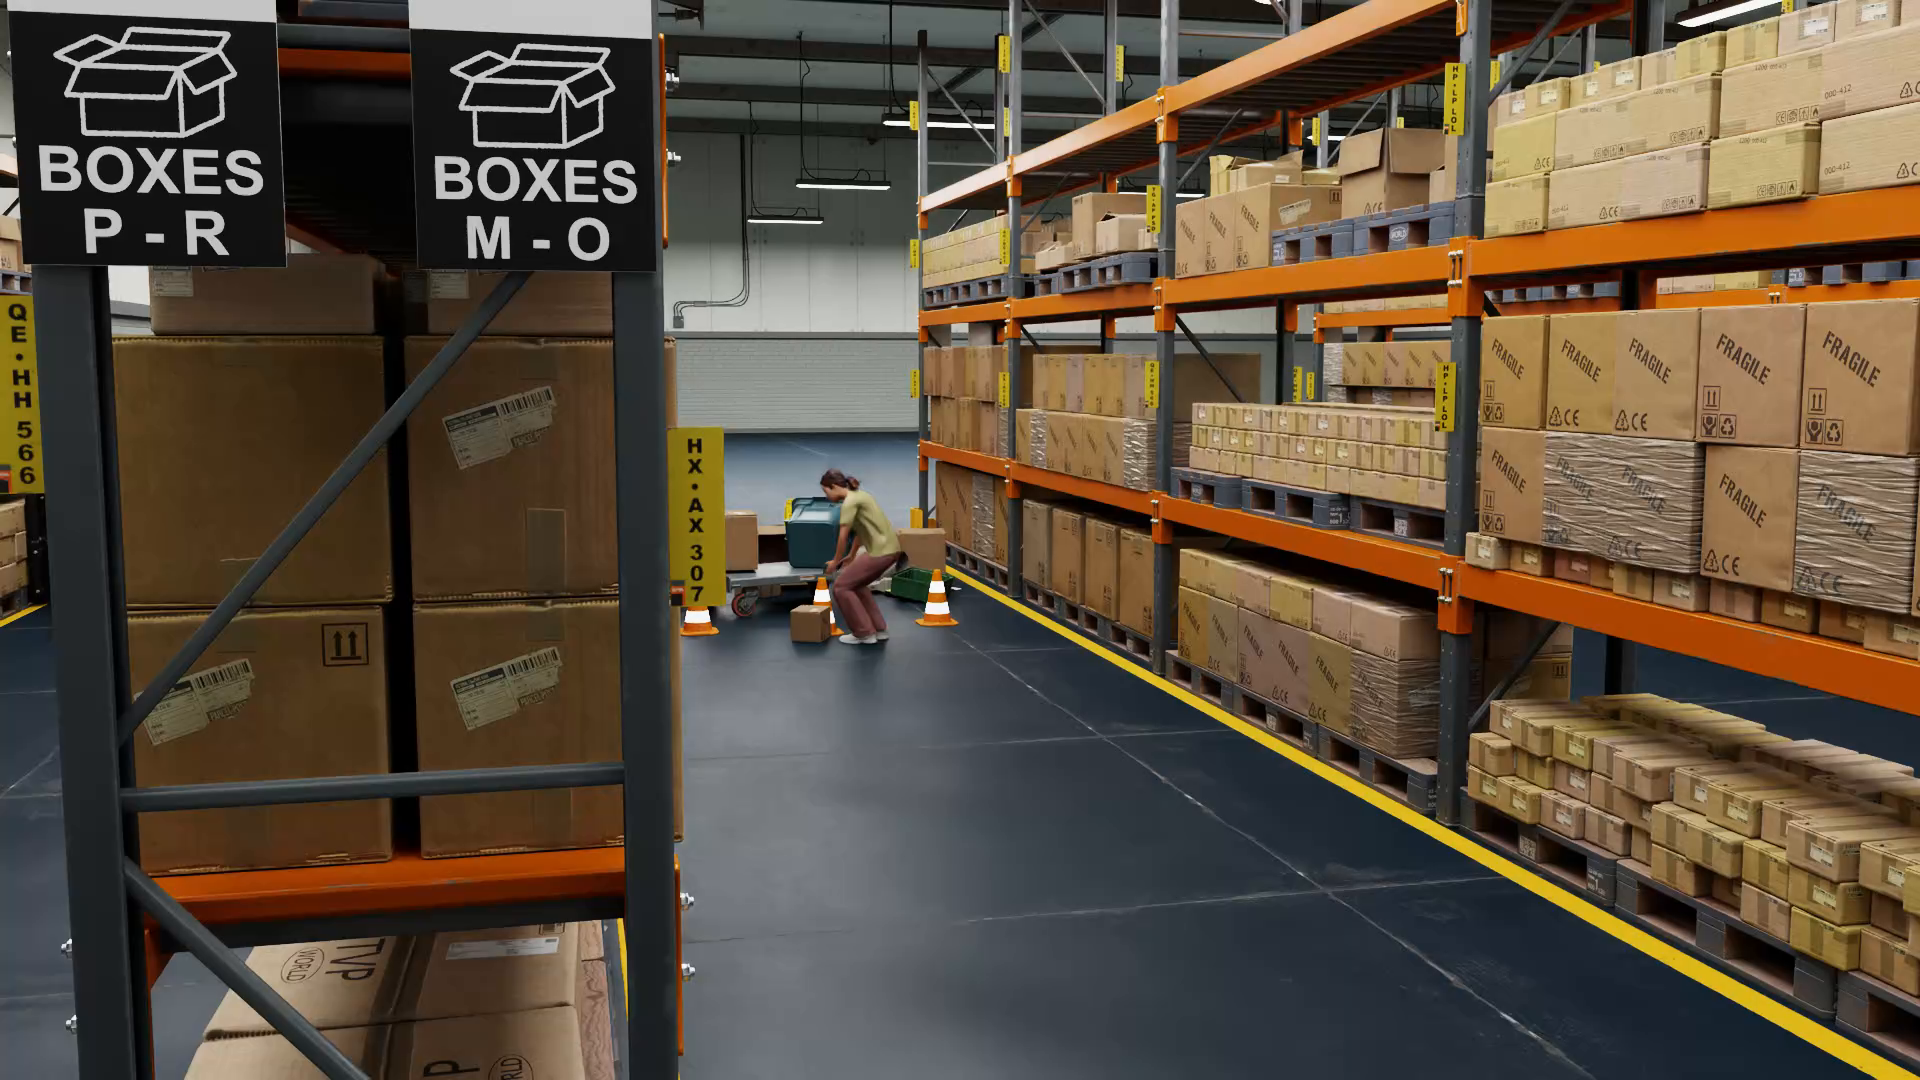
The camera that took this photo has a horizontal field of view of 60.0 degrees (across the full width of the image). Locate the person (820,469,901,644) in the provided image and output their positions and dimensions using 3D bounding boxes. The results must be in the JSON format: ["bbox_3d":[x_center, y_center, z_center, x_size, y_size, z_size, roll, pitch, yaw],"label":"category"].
[{"bbox_3d":[-0.808,0.130,13.300,0.634,1.390,0.510,2,6,16],"label":"person"}]
